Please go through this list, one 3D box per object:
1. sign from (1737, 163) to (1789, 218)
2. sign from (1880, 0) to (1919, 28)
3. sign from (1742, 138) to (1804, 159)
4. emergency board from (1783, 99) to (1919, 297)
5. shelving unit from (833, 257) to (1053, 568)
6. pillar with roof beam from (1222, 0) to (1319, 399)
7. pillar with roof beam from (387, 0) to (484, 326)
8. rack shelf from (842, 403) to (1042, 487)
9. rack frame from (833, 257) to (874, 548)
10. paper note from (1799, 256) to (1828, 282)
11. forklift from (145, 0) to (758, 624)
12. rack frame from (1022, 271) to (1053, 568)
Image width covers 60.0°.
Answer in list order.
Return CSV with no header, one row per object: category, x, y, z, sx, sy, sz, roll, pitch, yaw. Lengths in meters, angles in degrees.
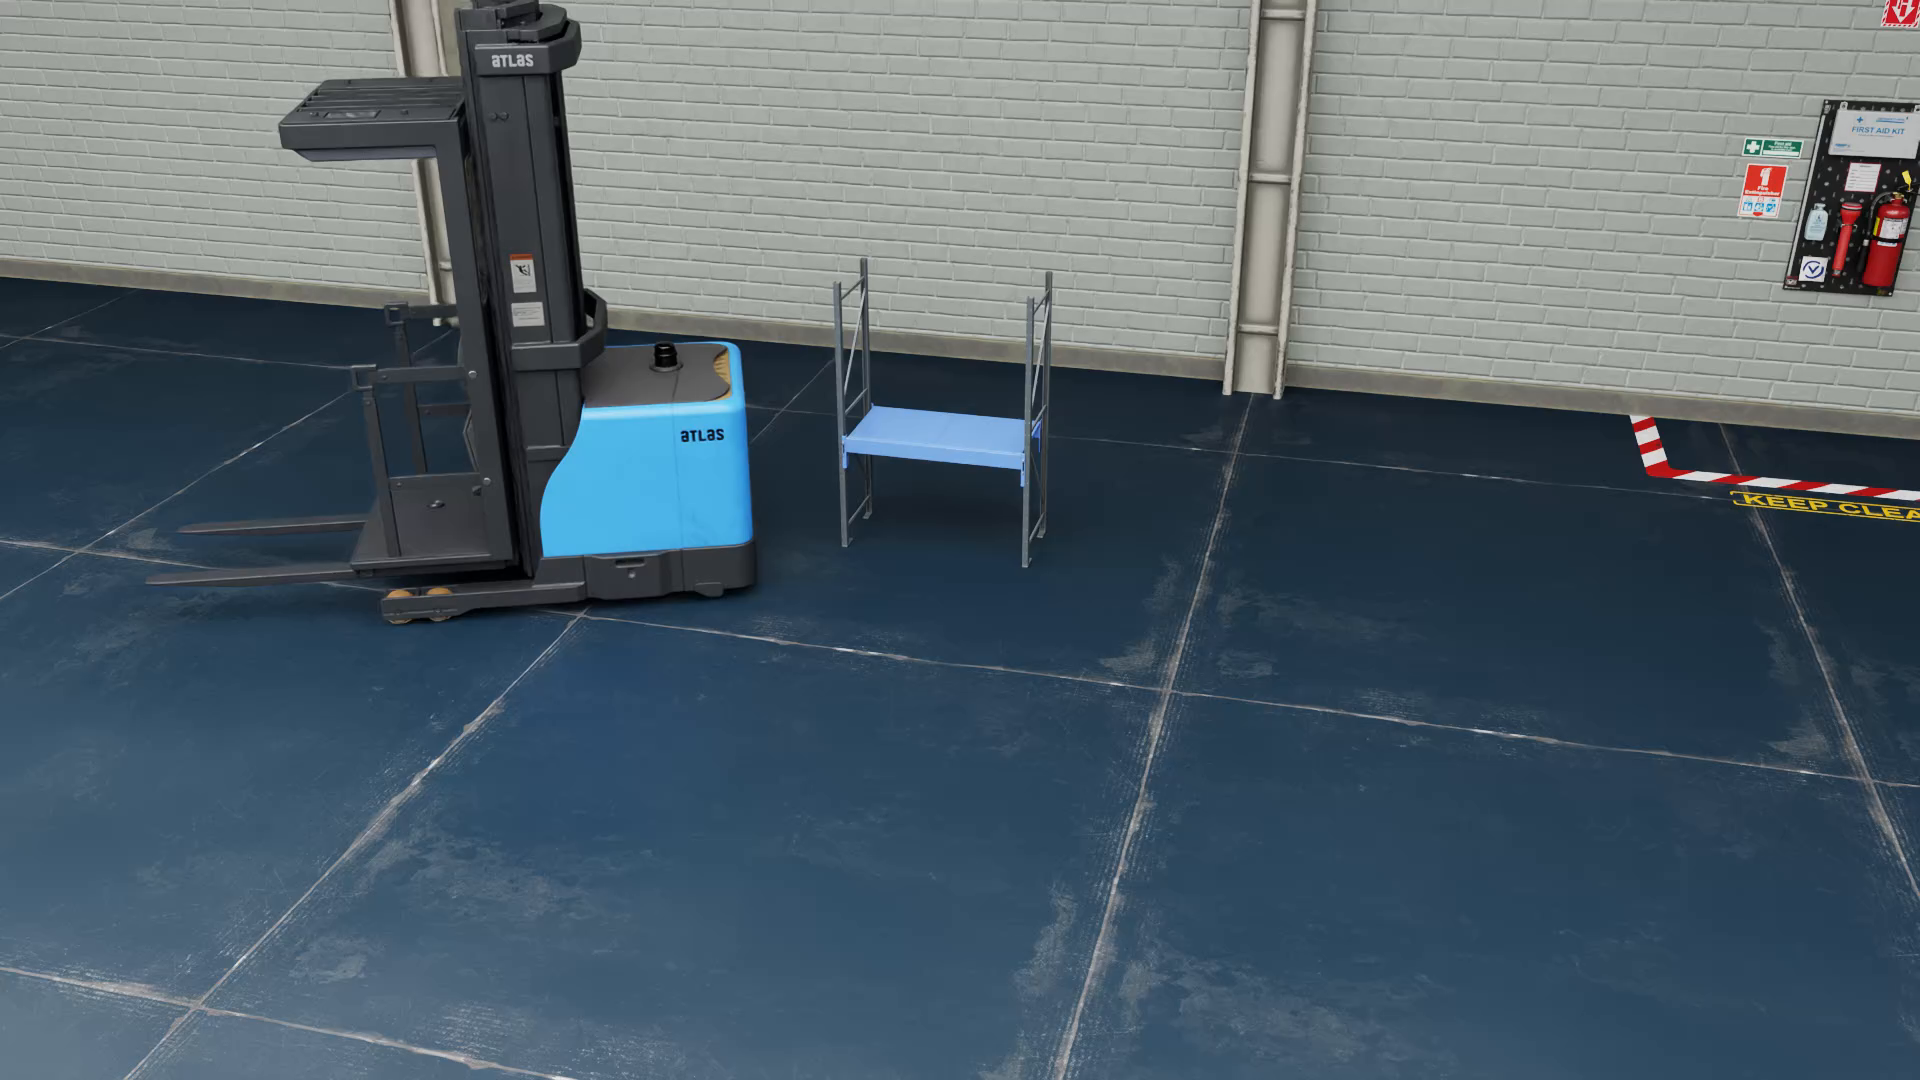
sign,4.938,-2.148,10.230,0.234,0.329,0.001,6,26,13
sign,5.464,-3.118,9.614,0.199,0.298,0.001,6,26,13
sign,4.940,-2.383,10.107,0.331,0.109,0.001,6,26,13
emergency board,5.447,-2.029,10.023,0.643,1.169,0.194,6,26,13
shelving unit,-0.083,-0.686,8.947,1.048,1.500,0.538,6,26,13
pillar with roof beam,0.948,-3.308,5.729,0.400,9.000,9.100,6,26,13
pillar with roof beam,-4.863,-3.950,7.078,0.400,9.000,9.100,6,26,13
rack shelf,-0.083,-0.524,9.024,1.000,0.185,0.538,6,26,13
rack frame,-0.575,-0.741,9.061,0.032,1.500,0.500,6,26,13
paper note,5.293,-1.679,10.312,0.142,0.148,0.016,6,26,13
forklift,-2.614,-1.145,8.245,3.031,2.935,1.130,-4,26,-8
rack frame,0.410,-0.632,8.832,0.032,1.500,0.500,6,26,13
